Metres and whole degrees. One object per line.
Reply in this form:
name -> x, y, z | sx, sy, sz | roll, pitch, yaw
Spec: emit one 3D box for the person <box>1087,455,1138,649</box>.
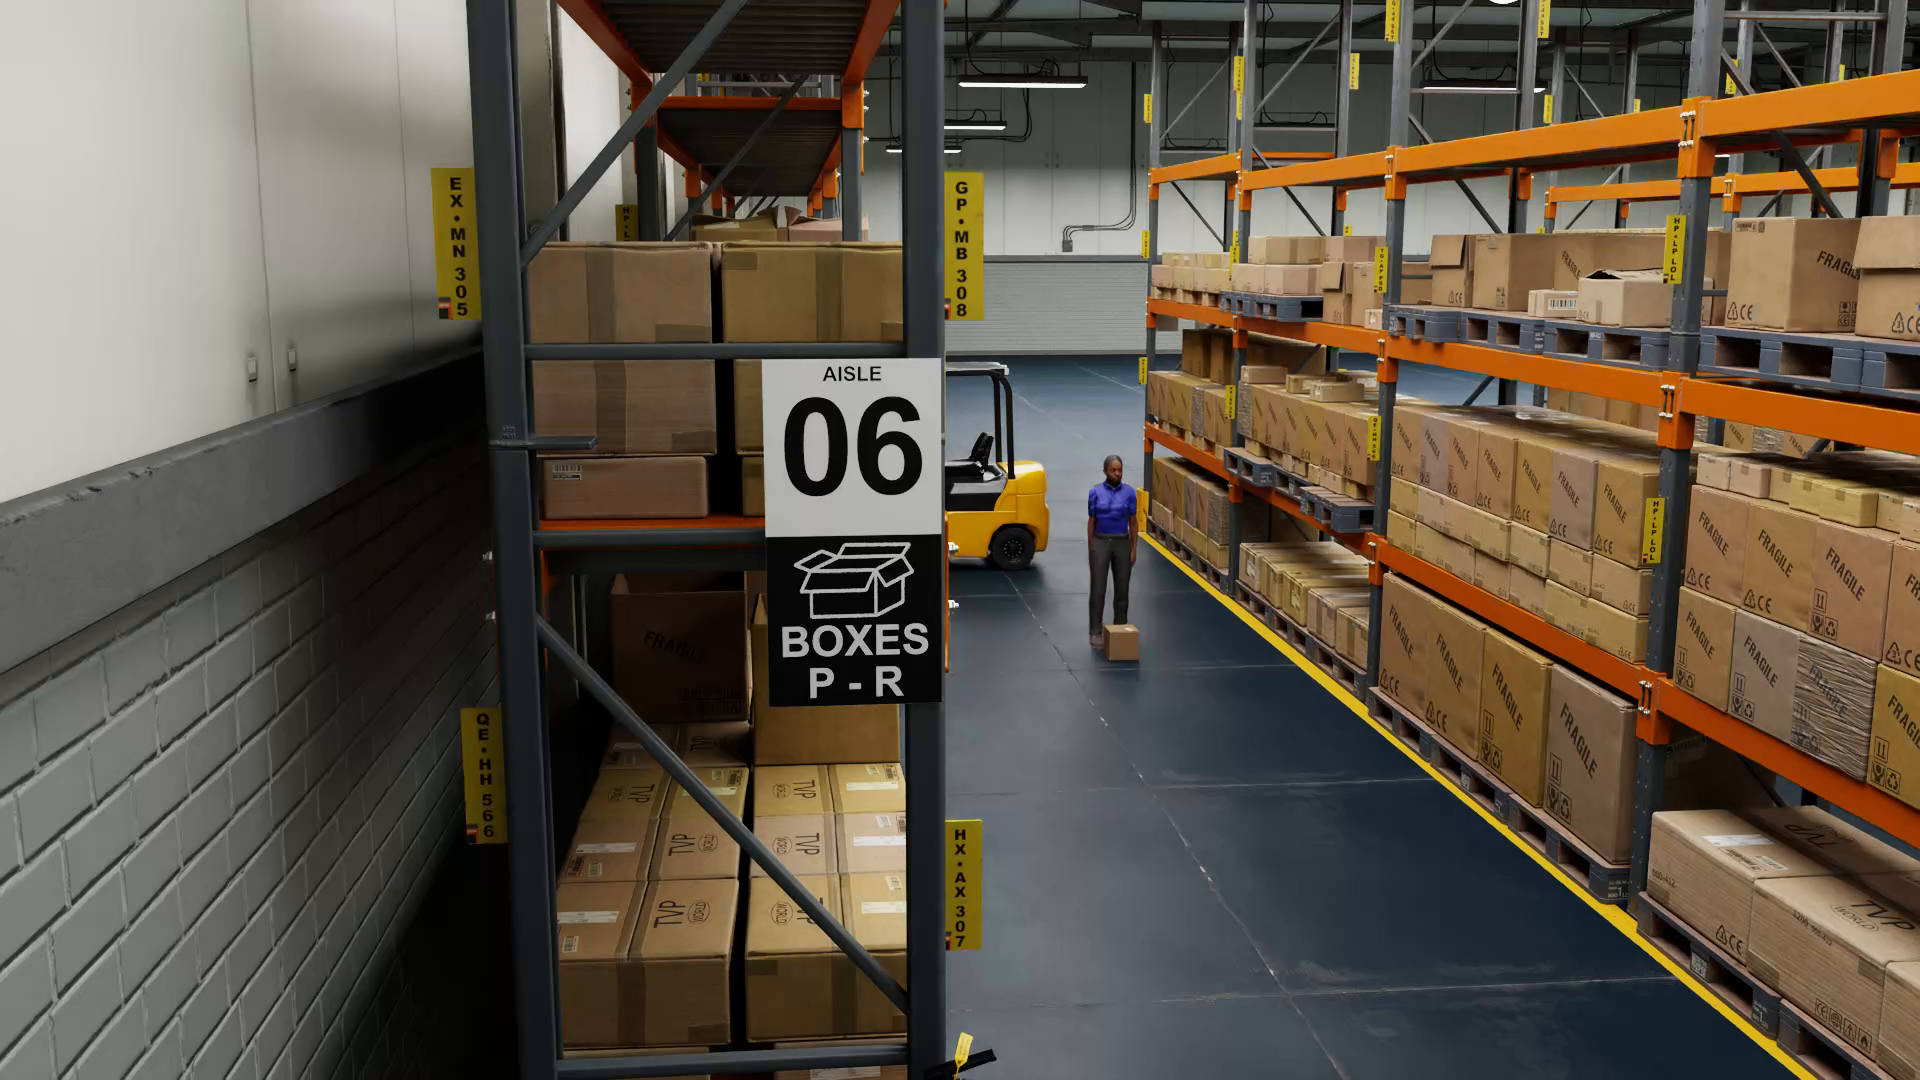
person -> 1.325, 0.101, 14.396 | 0.439, 1.651, 0.350 | -1, 10, -5
